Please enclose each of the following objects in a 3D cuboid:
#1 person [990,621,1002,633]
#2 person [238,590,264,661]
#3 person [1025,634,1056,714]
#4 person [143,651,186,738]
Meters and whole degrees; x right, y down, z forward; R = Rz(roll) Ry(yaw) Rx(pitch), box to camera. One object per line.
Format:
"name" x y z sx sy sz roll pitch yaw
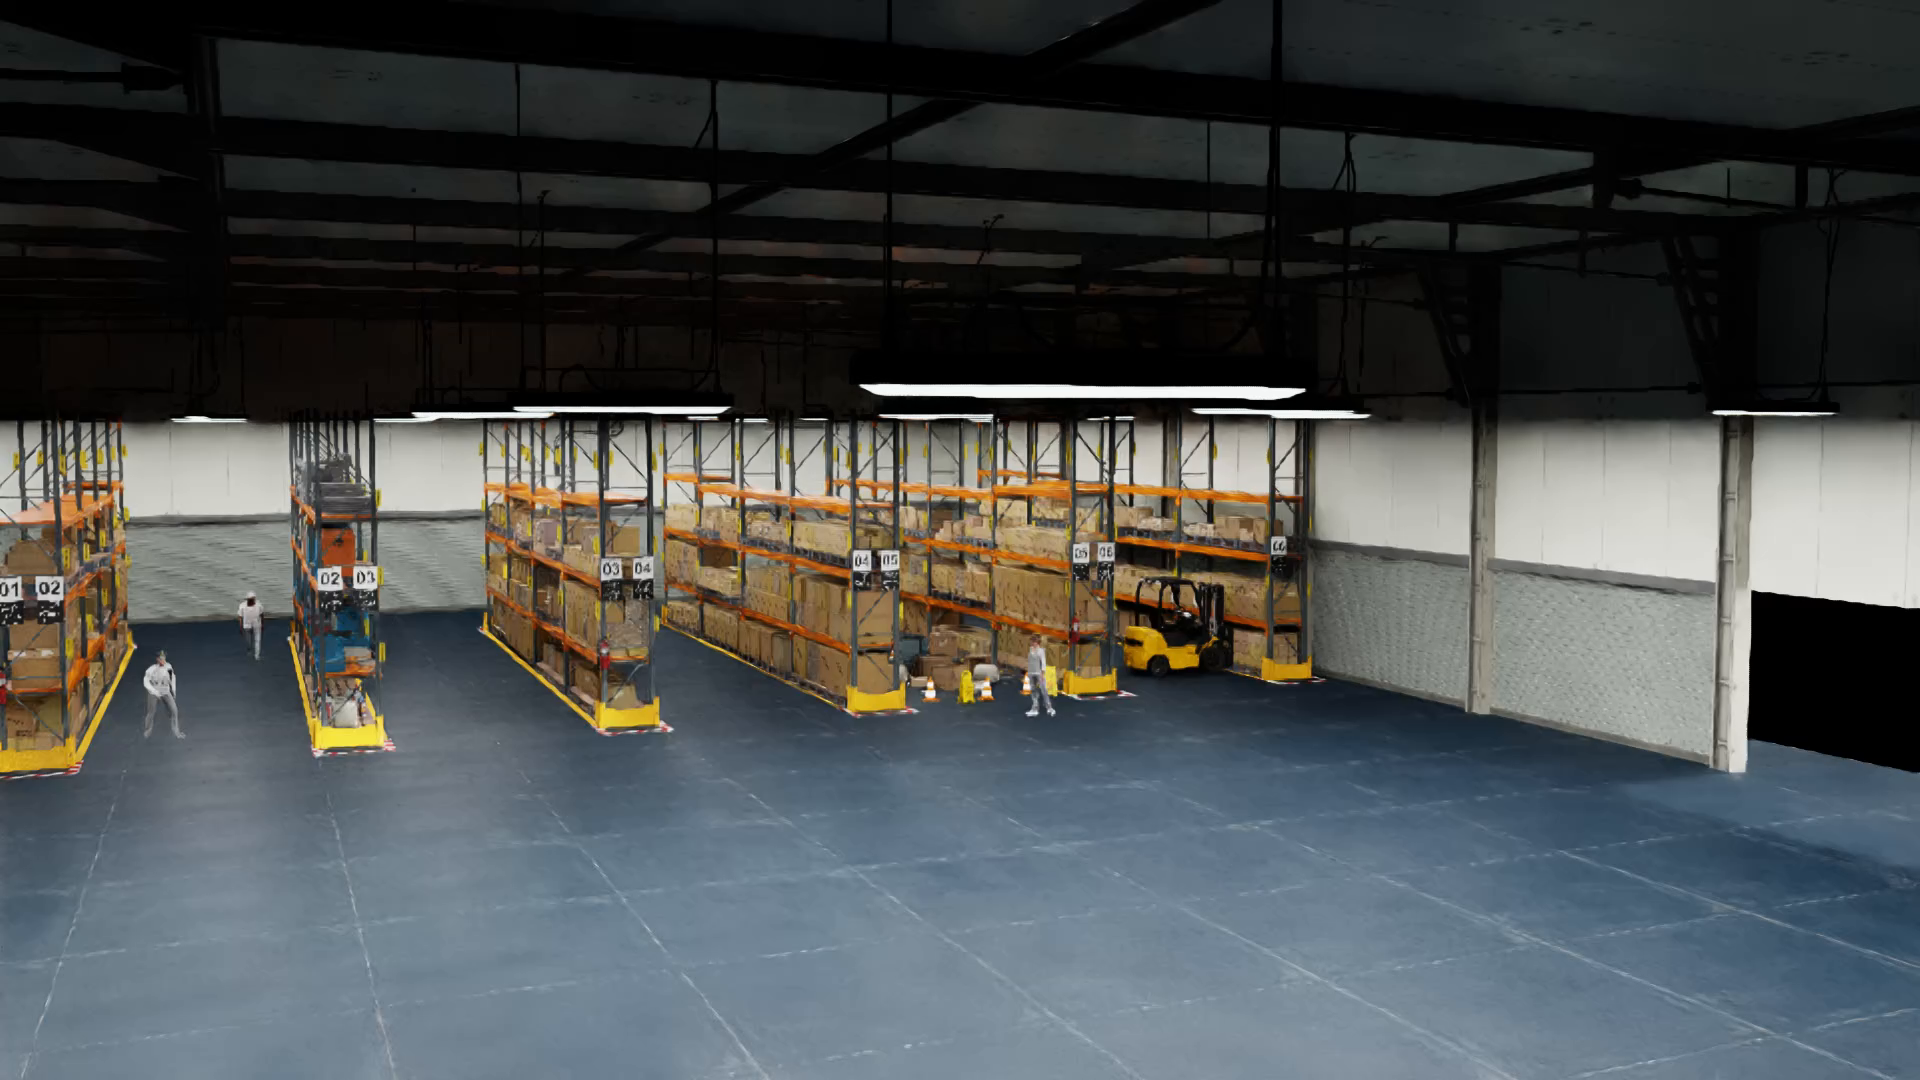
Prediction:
"person" 0.891 1.715 44.252 0.494 1.786 0.606 0 4 6
"person" -17.127 2.054 40.179 0.577 1.691 1.121 -2 4 -21
"person" 1.590 2.643 32.720 0.601 1.592 0.431 4 5 42
"person" -14.527 2.793 30.222 0.639 1.610 0.807 -3 5 -40
